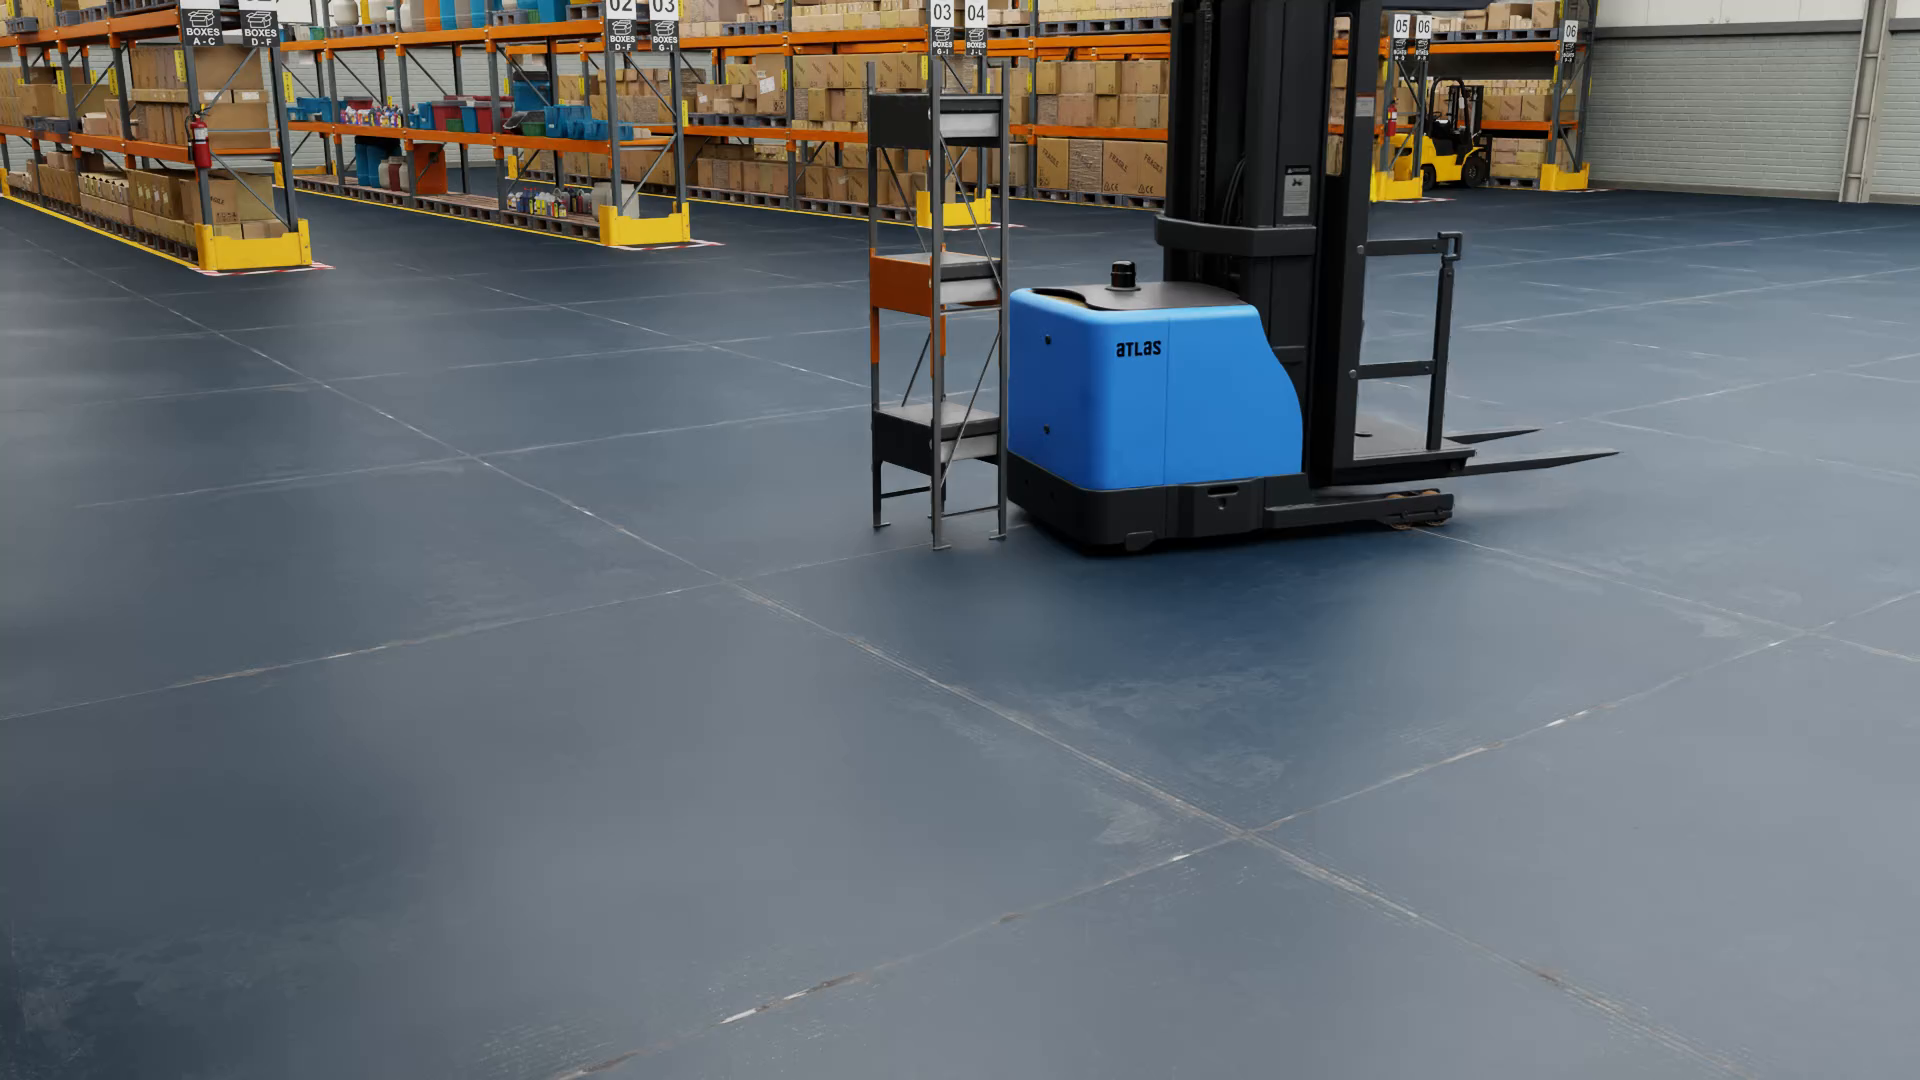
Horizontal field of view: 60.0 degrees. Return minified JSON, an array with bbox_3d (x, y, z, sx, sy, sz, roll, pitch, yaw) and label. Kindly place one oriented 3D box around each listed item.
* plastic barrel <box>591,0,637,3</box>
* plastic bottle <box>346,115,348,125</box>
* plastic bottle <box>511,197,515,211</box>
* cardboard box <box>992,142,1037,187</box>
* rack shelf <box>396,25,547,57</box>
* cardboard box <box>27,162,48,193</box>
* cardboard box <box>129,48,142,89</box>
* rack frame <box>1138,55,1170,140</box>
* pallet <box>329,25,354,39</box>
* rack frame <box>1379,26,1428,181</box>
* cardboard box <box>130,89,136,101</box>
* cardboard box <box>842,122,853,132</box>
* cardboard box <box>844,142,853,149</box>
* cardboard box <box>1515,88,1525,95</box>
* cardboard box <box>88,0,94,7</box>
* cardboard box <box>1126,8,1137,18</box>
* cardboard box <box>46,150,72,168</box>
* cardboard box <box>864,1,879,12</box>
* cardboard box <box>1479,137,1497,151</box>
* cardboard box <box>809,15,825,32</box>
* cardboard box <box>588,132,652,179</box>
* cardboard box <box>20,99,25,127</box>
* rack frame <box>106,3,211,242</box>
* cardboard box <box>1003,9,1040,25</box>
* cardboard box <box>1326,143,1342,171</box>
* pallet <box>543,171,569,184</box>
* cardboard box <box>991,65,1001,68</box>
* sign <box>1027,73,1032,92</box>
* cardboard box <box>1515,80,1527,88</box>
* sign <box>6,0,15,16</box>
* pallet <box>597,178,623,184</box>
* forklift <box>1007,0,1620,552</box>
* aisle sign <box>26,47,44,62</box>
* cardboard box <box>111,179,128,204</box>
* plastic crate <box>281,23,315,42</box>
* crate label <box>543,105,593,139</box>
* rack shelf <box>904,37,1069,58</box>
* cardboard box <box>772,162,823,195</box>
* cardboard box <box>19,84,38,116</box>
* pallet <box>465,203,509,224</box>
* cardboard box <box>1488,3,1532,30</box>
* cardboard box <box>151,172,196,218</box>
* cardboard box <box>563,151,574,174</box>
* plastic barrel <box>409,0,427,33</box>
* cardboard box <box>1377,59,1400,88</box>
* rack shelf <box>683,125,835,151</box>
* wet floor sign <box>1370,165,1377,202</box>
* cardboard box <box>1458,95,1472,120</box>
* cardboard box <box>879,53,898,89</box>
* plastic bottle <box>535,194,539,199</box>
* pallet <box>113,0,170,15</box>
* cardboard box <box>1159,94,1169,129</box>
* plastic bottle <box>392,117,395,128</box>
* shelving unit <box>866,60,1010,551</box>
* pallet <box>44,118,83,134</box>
[{"bbox_3d":[-4.438,-7.291,21.242,0.600,0.830,0.708,-11,19,-35],"label":"plastic barrel"},{"bbox_3d":[-11.074,-7.622,30.120,0.097,0.201,0.097,0,15,0],"label":"plastic bottle"},{"bbox_3d":[-6.509,-4.909,24.299,0.097,0.201,0.097,0,15,0],"label":"plastic bottle"},{"bbox_3d":[1.238,-6.958,30.782,1.050,0.750,0.750,-11,19,-35],"label":"cardboard box"},{"bbox_3d":[-7.578,-7.732,25.823,1.077,0.370,4.000,-11,19,-35],"label":"rack shelf"},{"bbox_3d":[-15.679,-6.229,28.555,0.500,0.500,0.500,-11,19,-35],"label":"cardboard box"},{"bbox_3d":[-10.145,-6.017,21.231,0.700,0.500,0.500,-11,19,-34],"label":"cardboard box"},{"bbox_3d":[4.930,-10.991,42.052,1.000,3.000,0.127,-11,19,-35],"label":"rack frame"},{"bbox_3d":[-10.566,-9.116,29.878,1.213,0.211,1.003,-11,19,-35],"label":"pallet"},{"bbox_3d":[7.973,-7.658,29.872,1.000,3.000,0.127,-11,19,-35],"label":"rack frame"},{"bbox_3d":[-10.409,-5.710,21.339,0.380,0.149,0.250,-11,19,-35],"label":"cardboard box"},{"bbox_3d":[-1.620,-6.441,25.905,0.380,0.149,0.250,-11,19,-35],"label":"cardboard box"},{"bbox_3d":[-2.196,-8.367,34.983,0.500,0.250,0.500,-10,18,-32],"label":"cardboard box"},{"bbox_3d":[11.278,-8.935,33.123,0.380,0.149,0.250,-10,18,-34],"label":"cardboard box"},{"bbox_3d":[-12.127,-7.671,23.726,0.500,0.250,0.500,-10,18,-33],"label":"cardboard box"},{"bbox_3d":[2.960,-8.680,27.416,0.380,0.149,0.250,-11,19,-35],"label":"cardboard box"},{"bbox_3d":[-14.439,-6.159,26.876,0.500,0.250,0.500,-11,19,-34],"label":"cardboard box"},{"bbox_3d":[-1.218,-7.976,24.882,0.380,0.149,0.250,-12,19,-37],"label":"cardboard box"},{"bbox_3d":[10.853,-8.052,33.831,0.500,0.250,0.500,-11,19,-34],"label":"cardboard box"},{"bbox_3d":[-2.023,-8.100,26.090,0.500,0.250,0.500,-11,19,-35],"label":"cardboard box"},{"bbox_3d":[-6.707,-7.726,33.351,1.225,0.875,0.875,-11,19,-34],"label":"cardboard box"},{"bbox_3d":[-15.616,-7.260,28.230,0.500,0.500,0.500,-10,18,-34],"label":"cardboard box"},{"bbox_3d":[-10.411,-5.437,21.758,1.000,3.000,0.127,-11,19,-35],"label":"rack frame"},{"bbox_3d":[1.131,-9.473,30.122,0.500,0.250,0.500,-11,19,-34],"label":"cardboard box"},{"bbox_3d":[6.981,-7.137,30.963,0.500,0.500,0.500,-10,18,-33],"label":"cardboard box"},{"bbox_3d":[-8.204,-7.772,35.573,1.003,0.211,1.213,-11,19,-35],"label":"pallet"},{"bbox_3d":[0.941,-11.171,39.397,0.380,0.149,0.250,-11,19,-35],"label":"cardboard box"},{"bbox_3d":[1.243,-8.156,29.649,0.100,0.325,0.005,-11,19,-35],"label":"sign"},{"bbox_3d":[11.258,-9.077,33.075,0.380,0.149,0.250,-10,18,-33],"label":"cardboard box"},{"bbox_3d":[-15.549,-8.755,27.221,0.100,0.325,0.005,-11,19,-35],"label":"sign"},{"bbox_3d":[-6.585,-7.184,33.423,1.003,0.211,1.213,-11,19,-35],"label":"pallet"},{"bbox_3d":[1.784,-1.584,7.812,3.031,2.935,1.130,-6,16,-20],"label":"forklift"},{"bbox_3d":[-17.259,-9.315,31.004,0.394,0.787,0.004,-11,19,-35],"label":"aisle sign"},{"bbox_3d":[-11.192,-4.736,22.547,0.500,0.311,0.500,-10,18,-33],"label":"cardboard box"},{"bbox_3d":[-12.781,-9.815,32.191,0.504,0.338,0.767,-11,19,-35],"label":"plastic crate"},{"bbox_3d":[-5.351,-5.719,22.721,0.502,0.435,0.616,-11,19,-35],"label":"crate label"},{"bbox_3d":[0.500,-9.249,31.366,1.077,0.370,4.000,-11,19,-35],"label":"rack shelf"},{"bbox_3d":[-2.739,-6.114,28.136,0.700,0.500,0.500,-13,20,-39],"label":"cardboard box"},{"bbox_3d":[-15.017,-7.260,27.434,0.500,0.500,0.700,10,18,33],"label":"cardboard box"},{"bbox_3d":[-6.895,-5.021,25.523,1.003,0.211,1.213,-11,19,-35],"label":"pallet"},{"bbox_3d":[11.007,-10.466,33.275,0.700,0.500,0.500,-11,19,-34],"label":"cardboard box"},{"bbox_3d":[-9.508,-4.207,20.258,0.500,0.500,0.500,-11,19,-35],"label":"cardboard box"},{"bbox_3d":[-7.952,-8.205,35.102,0.875,0.875,0.875,-11,19,-35],"label":"cardboard box"},{"bbox_3d":[-8.446,-8.538,26.459,0.600,0.901,0.600,0,15,0],"label":"plastic barrel"},{"bbox_3d":[7.496,-8.407,29.962,0.700,0.500,0.500,-11,19,-36],"label":"cardboard box"},{"bbox_3d":[-3.571,-7.054,29.028,1.077,0.370,4.000,-11,19,-35],"label":"rack shelf"},{"bbox_3d":[7.219,-6.315,29.428,0.267,0.644,0.232,-4,16,-15],"label":"wet floor sign"},{"bbox_3d":[10.580,-8.869,34.107,0.500,0.500,0.500,-11,19,-34],"label":"cardboard box"},{"bbox_3d":[-0.865,-6.978,24.743,0.500,0.500,0.500,-11,19,-35],"label":"cardboard box"},{"bbox_3d":[-6.035,-4.798,23.760,0.097,0.271,0.097,0,15,0],"label":"plastic bottle"},{"bbox_3d":[-9.888,-6.663,20.723,1.003,0.211,1.213,-11,19,-35],"label":"pallet"},{"bbox_3d":[3.773,-7.012,27.230,0.875,0.550,0.550,-11,19,-35],"label":"cardboard box"},{"bbox_3d":[-9.525,-7.060,28.065,0.097,0.201,0.097,0,15,0],"label":"plastic bottle"},{"bbox_3d":[-0.097,-1.048,7.428,0.431,2.100,0.503,-11,19,-35],"label":"shelving unit"},{"bbox_3d":[-13.218,-6.332,25.393,1.213,0.211,1.003,-11,19,-35],"label":"pallet"}]
